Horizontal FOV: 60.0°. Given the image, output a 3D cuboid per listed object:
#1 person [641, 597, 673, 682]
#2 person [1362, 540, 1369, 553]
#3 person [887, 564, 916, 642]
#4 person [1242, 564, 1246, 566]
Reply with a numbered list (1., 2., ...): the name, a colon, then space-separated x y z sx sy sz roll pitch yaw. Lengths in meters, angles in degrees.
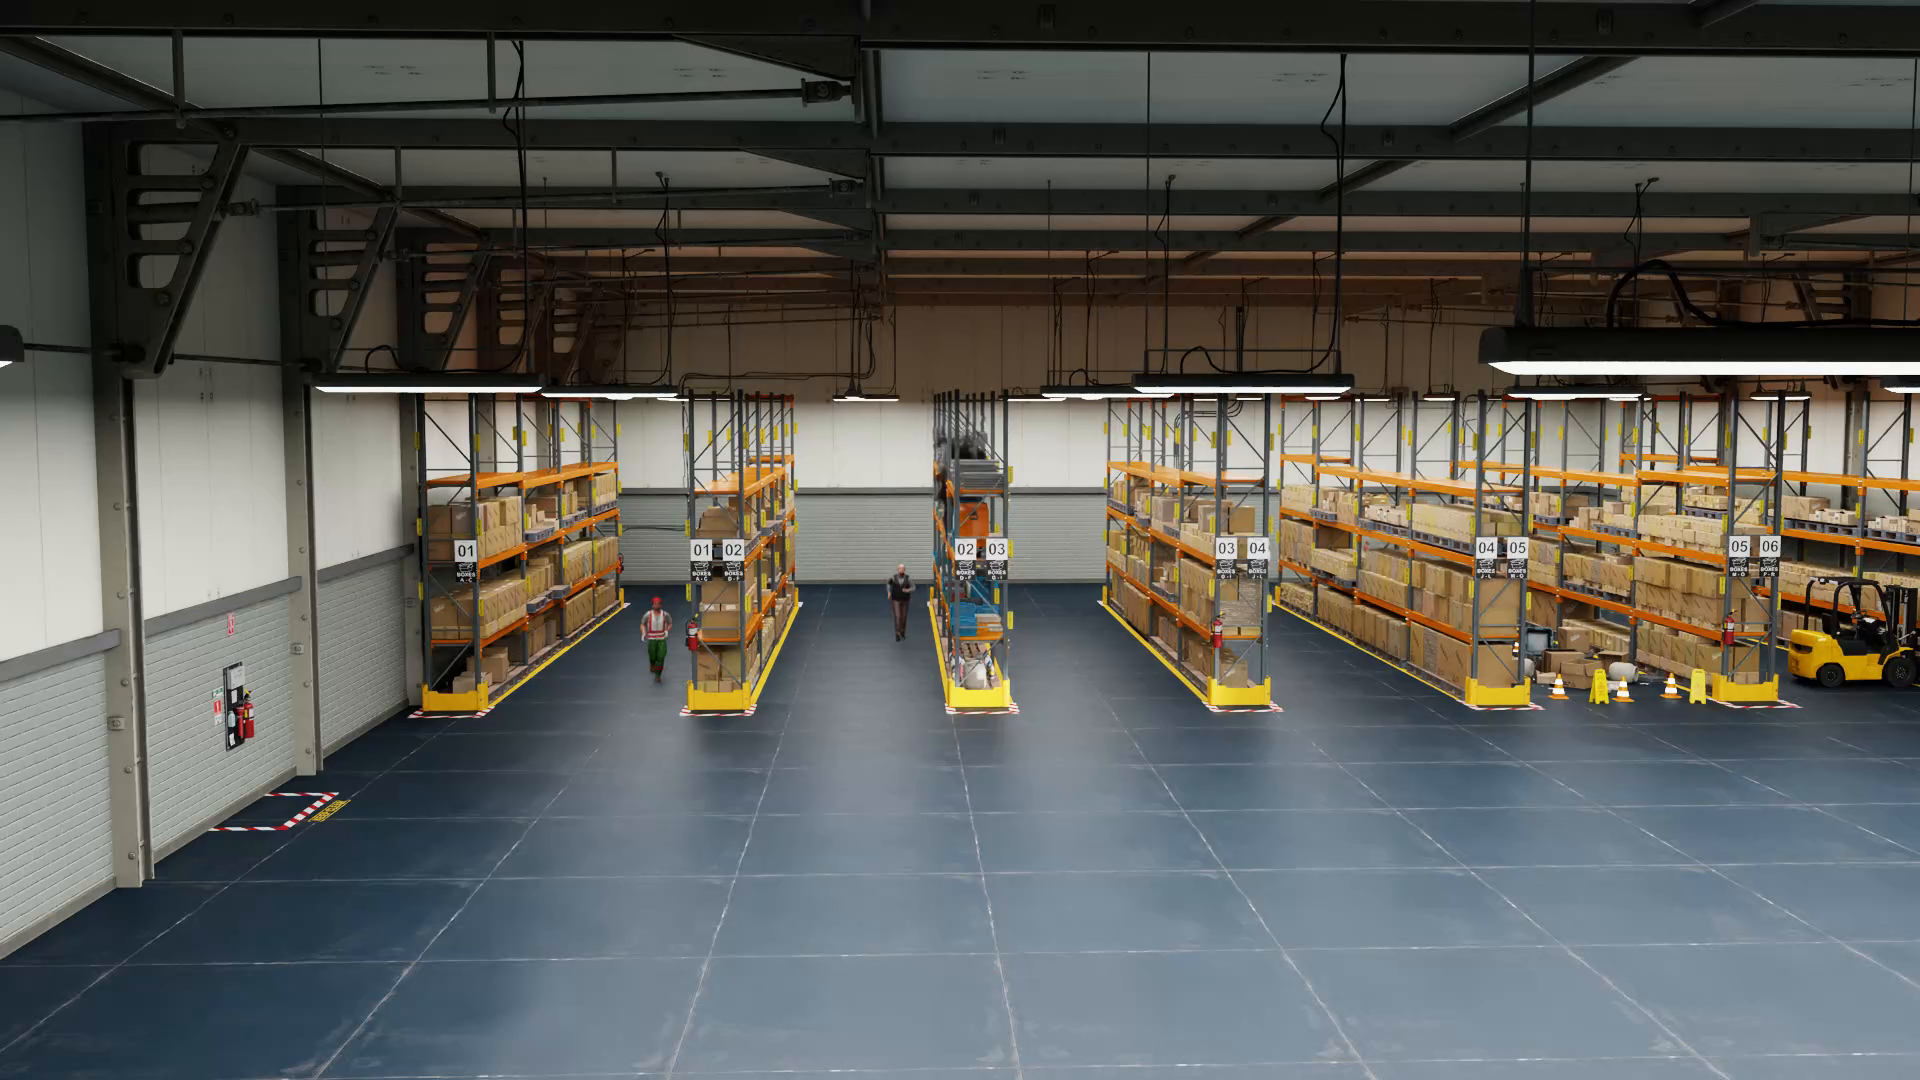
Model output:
1. person: -6.272 2.053 34.449 0.657 1.743 0.605 -1 5 -14
2. person: 11.934 0.873 49.153 0.661 1.727 0.697 0 5 -2
3. person: -1.349 1.430 38.314 0.657 1.752 0.828 0 5 -6
4. person: 7.822 0.991 47.760 0.762 1.683 0.526 4 6 38
